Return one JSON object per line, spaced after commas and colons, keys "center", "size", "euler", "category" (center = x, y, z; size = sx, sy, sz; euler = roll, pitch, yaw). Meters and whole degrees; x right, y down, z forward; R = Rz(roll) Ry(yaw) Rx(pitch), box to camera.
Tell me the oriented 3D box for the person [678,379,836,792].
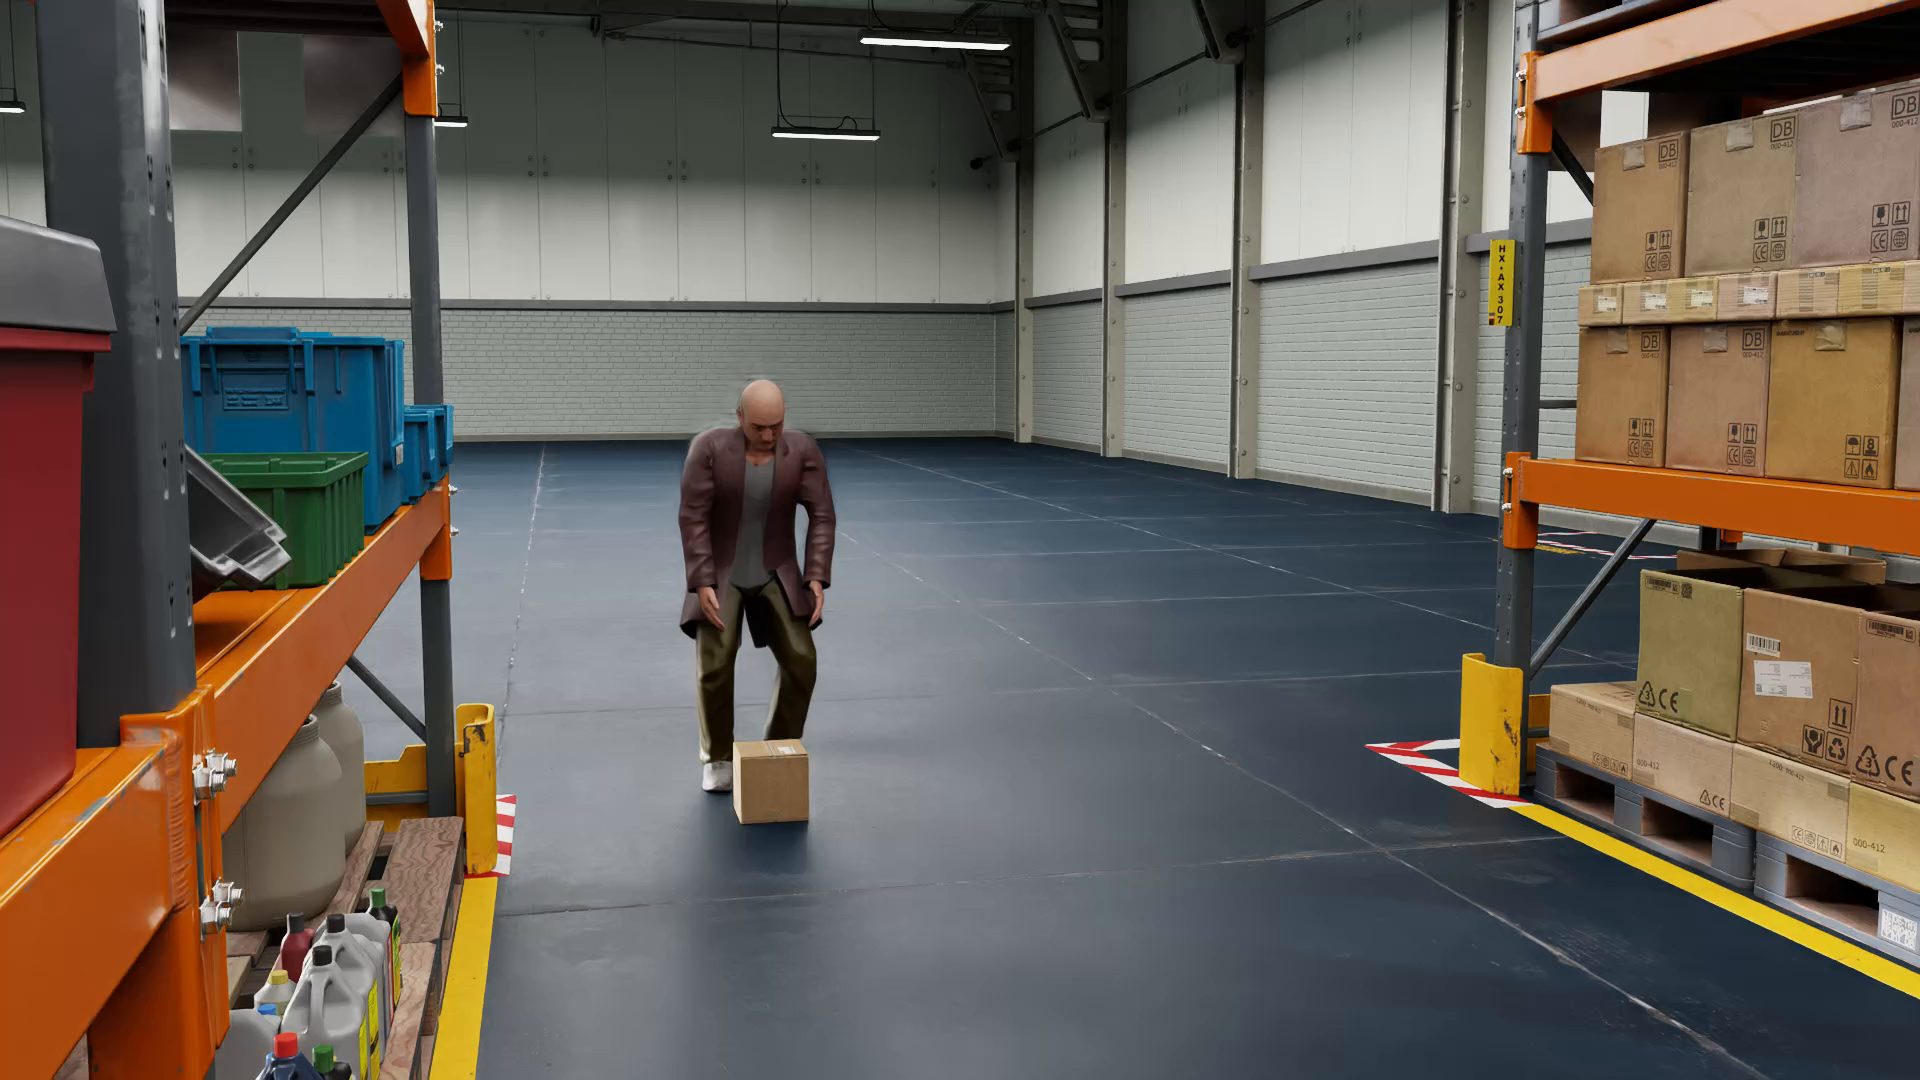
{"center": [-0.802, 0.177, 6.582], "size": [0.620, 1.600, 0.564], "euler": [-1, 6, -13], "category": "person"}
